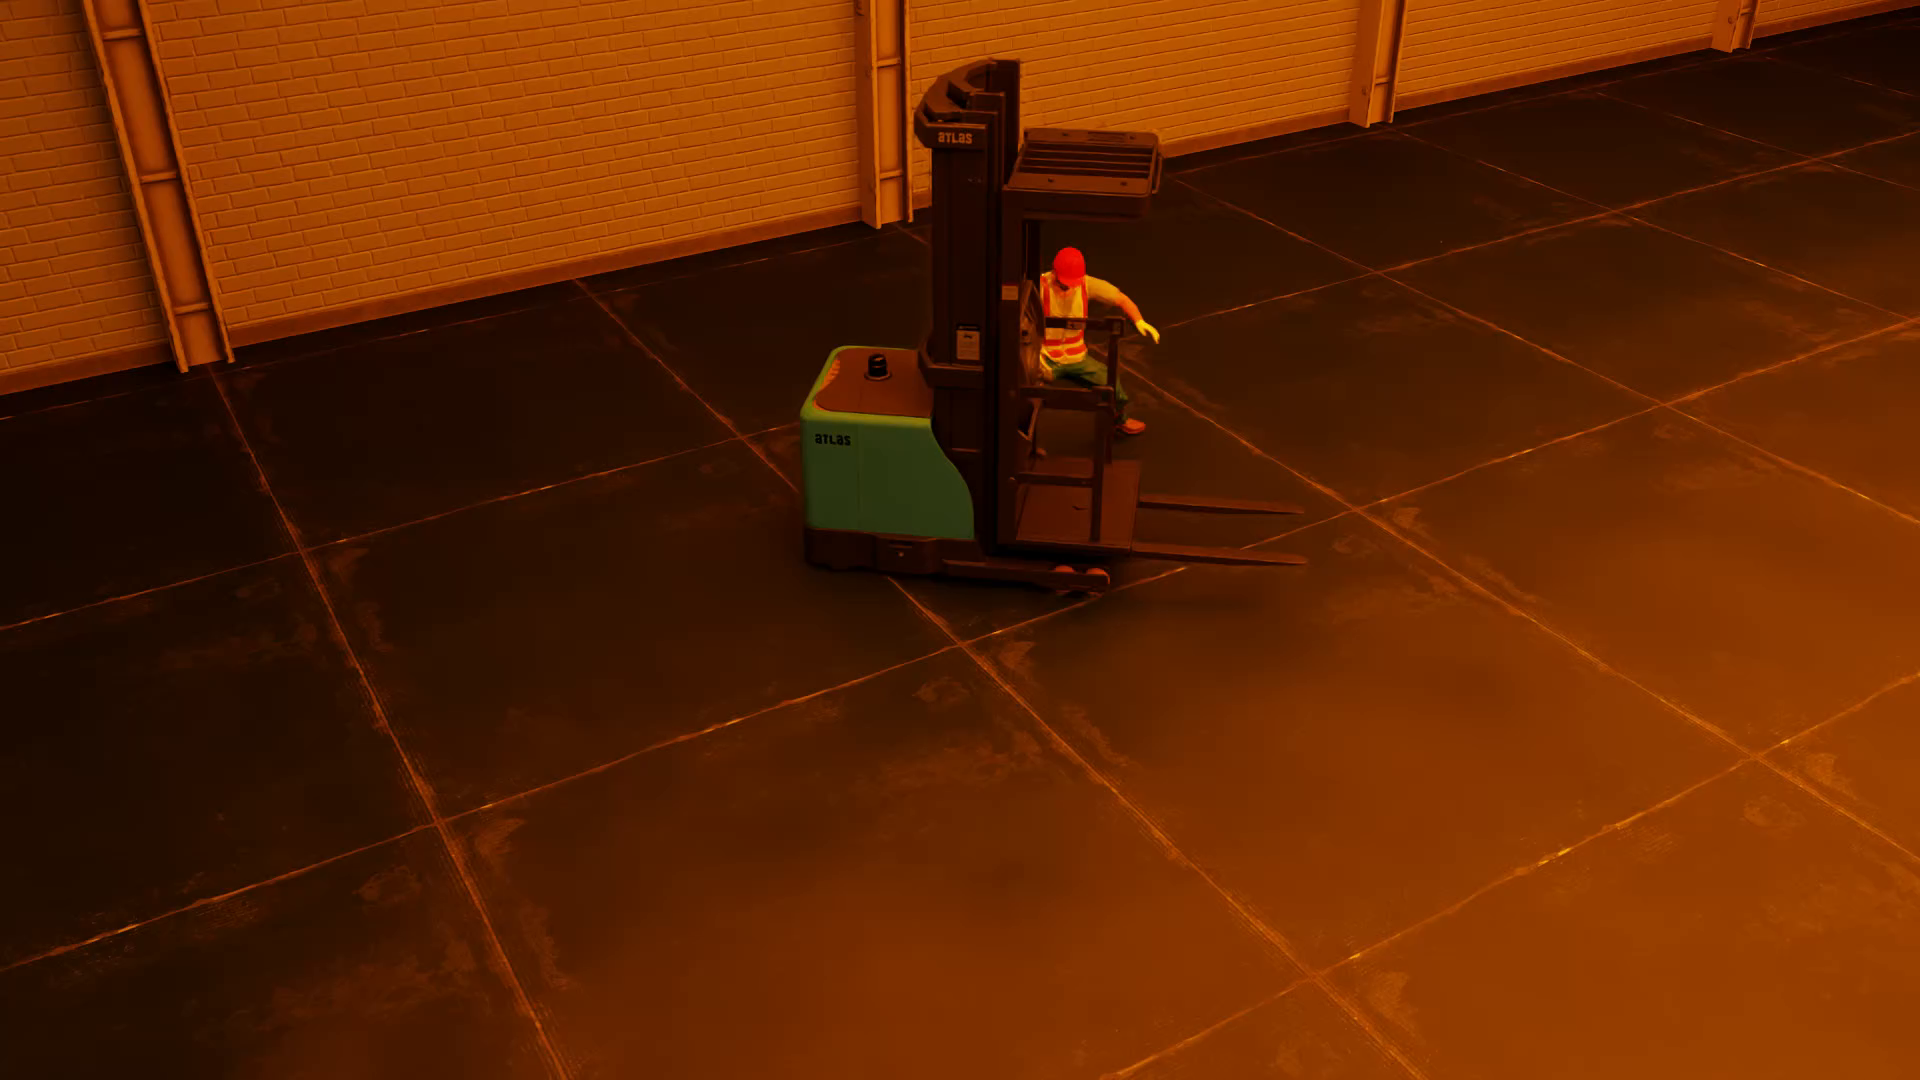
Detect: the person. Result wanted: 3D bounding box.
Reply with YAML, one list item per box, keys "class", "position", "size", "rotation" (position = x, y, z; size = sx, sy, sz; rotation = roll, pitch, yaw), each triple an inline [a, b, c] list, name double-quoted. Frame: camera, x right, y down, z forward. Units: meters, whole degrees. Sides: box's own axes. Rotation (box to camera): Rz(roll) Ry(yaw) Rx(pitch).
- class: "person"
  position: [0.767, -1.190, 10.945]
  size: [1.313, 1.540, 0.846]
  rotation: [-9, 32, -15]

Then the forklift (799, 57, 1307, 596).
- class: "forklift"
  position: [0.606, -1.214, 9.675]
  size: [3.031, 2.935, 1.130]
  rotation: [4, 31, 7]
